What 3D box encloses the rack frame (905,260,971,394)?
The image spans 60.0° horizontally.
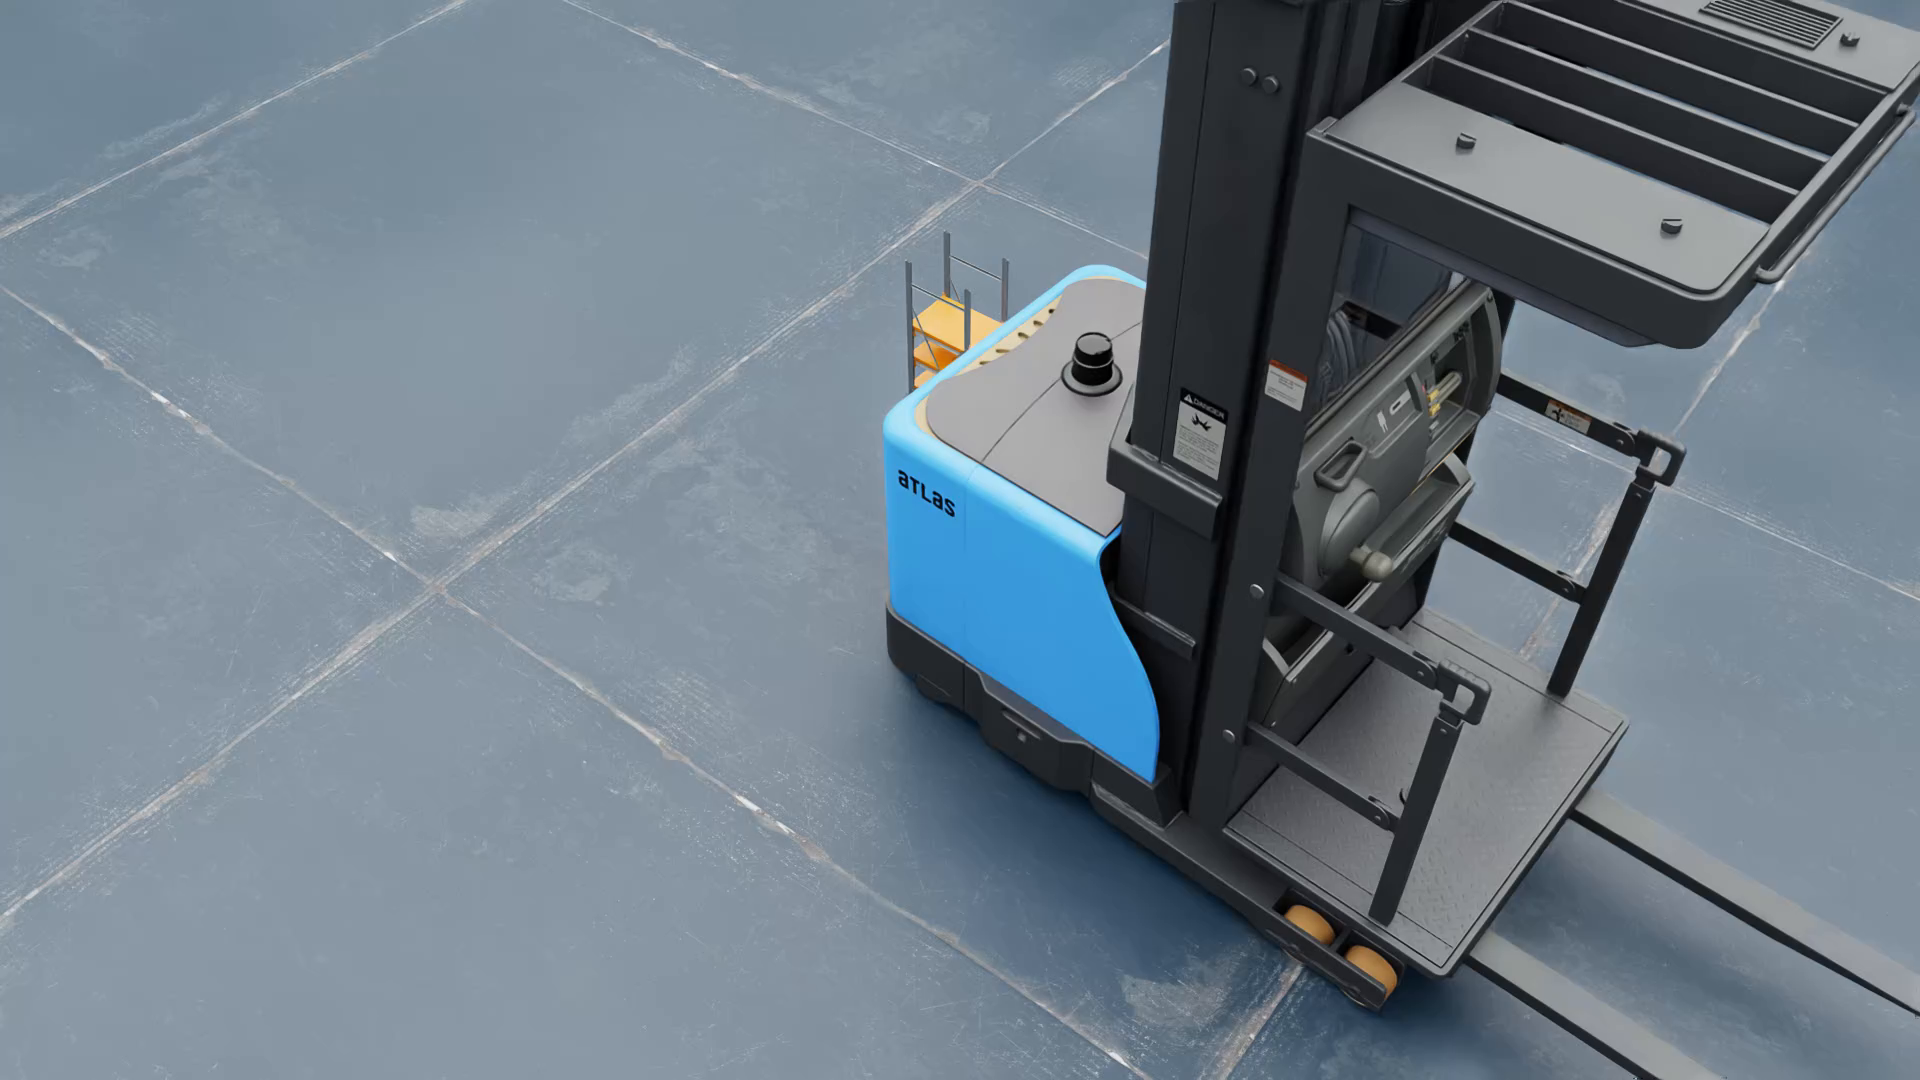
[{"bbox_3d":[-0.065,-0.354,5.258,0.240,1.200,0.006,29,53,25],"label":"rack frame"}]

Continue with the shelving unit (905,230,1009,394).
[{"bbox_3d":[-0.009,-0.406,5.308,0.258,1.200,0.189,29,53,25],"label":"shelving unit"}]

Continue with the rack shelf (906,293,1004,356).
[{"bbox_3d":[-0.009,-0.624,5.080,0.258,0.103,0.180,29,53,25],"label":"rack shelf"}]

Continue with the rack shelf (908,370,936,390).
[{"bbox_3d":[-0.009,-0.458,5.254,0.258,0.103,0.180,29,53,25],"label":"rack shelf"}]

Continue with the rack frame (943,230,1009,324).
[{"bbox_3d":[0.047,-0.459,5.358,0.240,1.200,0.006,29,53,25],"label":"rack frame"}]

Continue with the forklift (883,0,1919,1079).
[{"bbox_3d":[1.214,-0.180,3.895,3.031,2.935,1.130,32,54,27],"label":"forklift"}]

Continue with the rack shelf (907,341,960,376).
[{"bbox_3d":[-0.009,-0.541,5.167,0.258,0.103,0.180,29,53,25],"label":"rack shelf"}]
